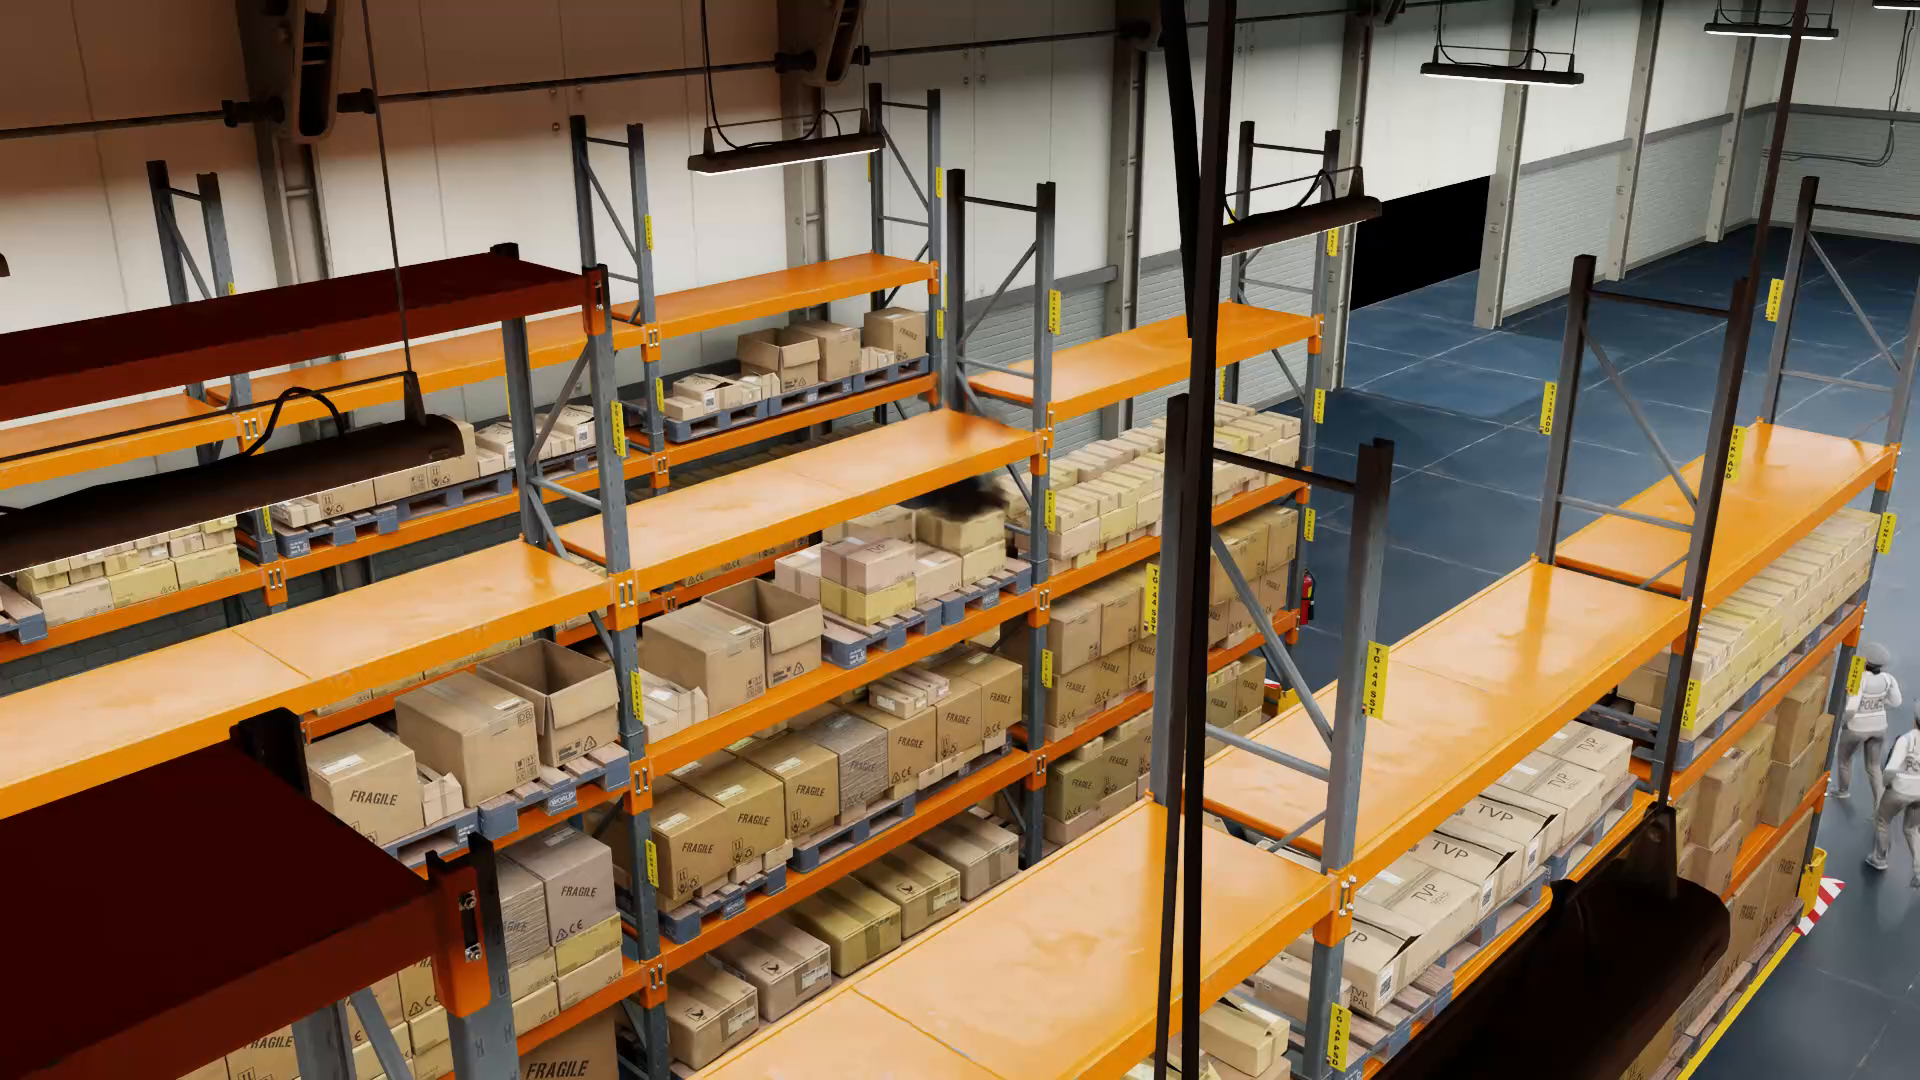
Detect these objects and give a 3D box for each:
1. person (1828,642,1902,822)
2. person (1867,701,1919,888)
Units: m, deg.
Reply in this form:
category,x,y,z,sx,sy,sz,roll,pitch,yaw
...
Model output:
category,x,y,z,sx,sy,sz,roll,pitch,yaw
person,8.215,1.747,15.160,0.589,1.710,0.854,0,21,0
person,8.083,2.170,14.115,0.636,1.710,0.777,1,21,3
